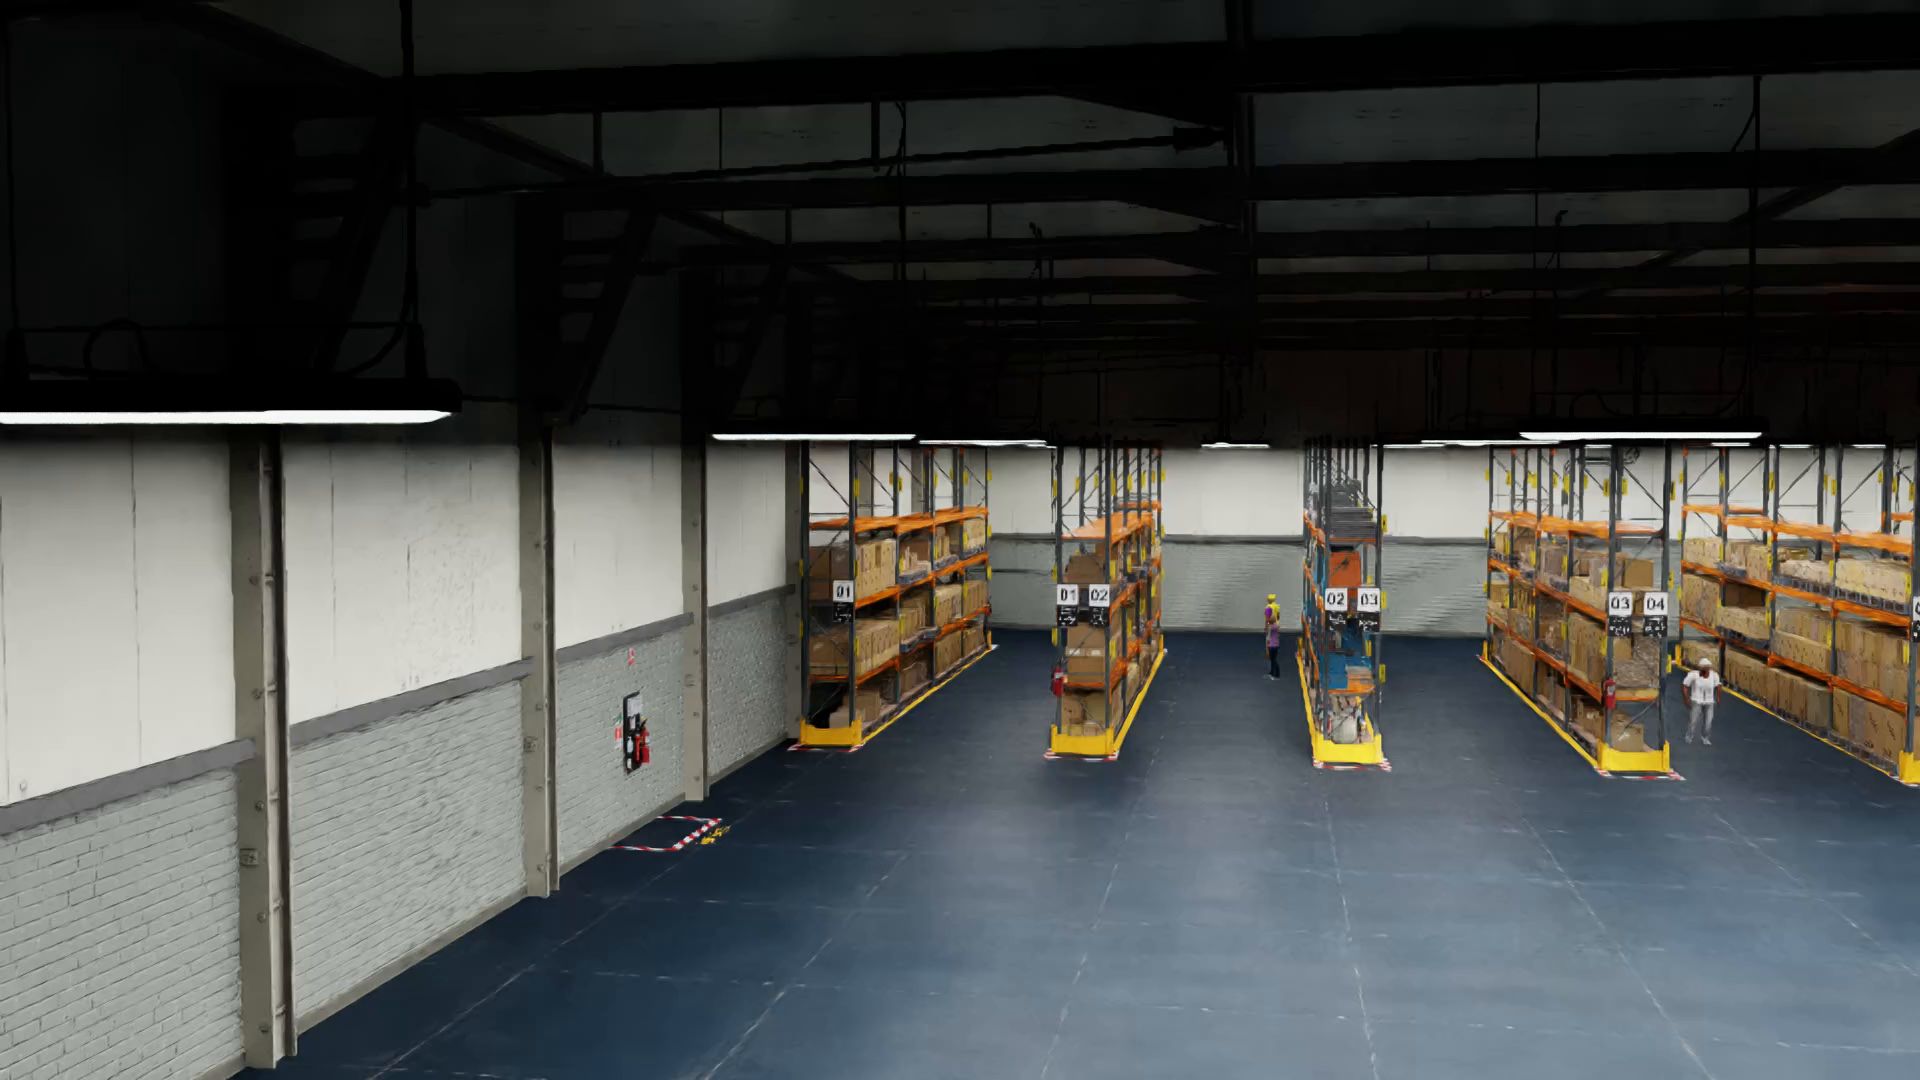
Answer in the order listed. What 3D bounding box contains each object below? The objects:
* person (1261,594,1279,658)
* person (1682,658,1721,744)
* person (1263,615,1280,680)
[{"bbox_3d":[8.551,2.353,45.785,0.587,1.763,0.677,2,4,32],"label":"person"},{"bbox_3d":[14.398,3.127,32.278,0.719,1.714,0.578,0,3,9],"label":"person"},{"bbox_3d":[7.793,2.667,41.539,0.532,1.588,0.535,2,4,36],"label":"person"}]
